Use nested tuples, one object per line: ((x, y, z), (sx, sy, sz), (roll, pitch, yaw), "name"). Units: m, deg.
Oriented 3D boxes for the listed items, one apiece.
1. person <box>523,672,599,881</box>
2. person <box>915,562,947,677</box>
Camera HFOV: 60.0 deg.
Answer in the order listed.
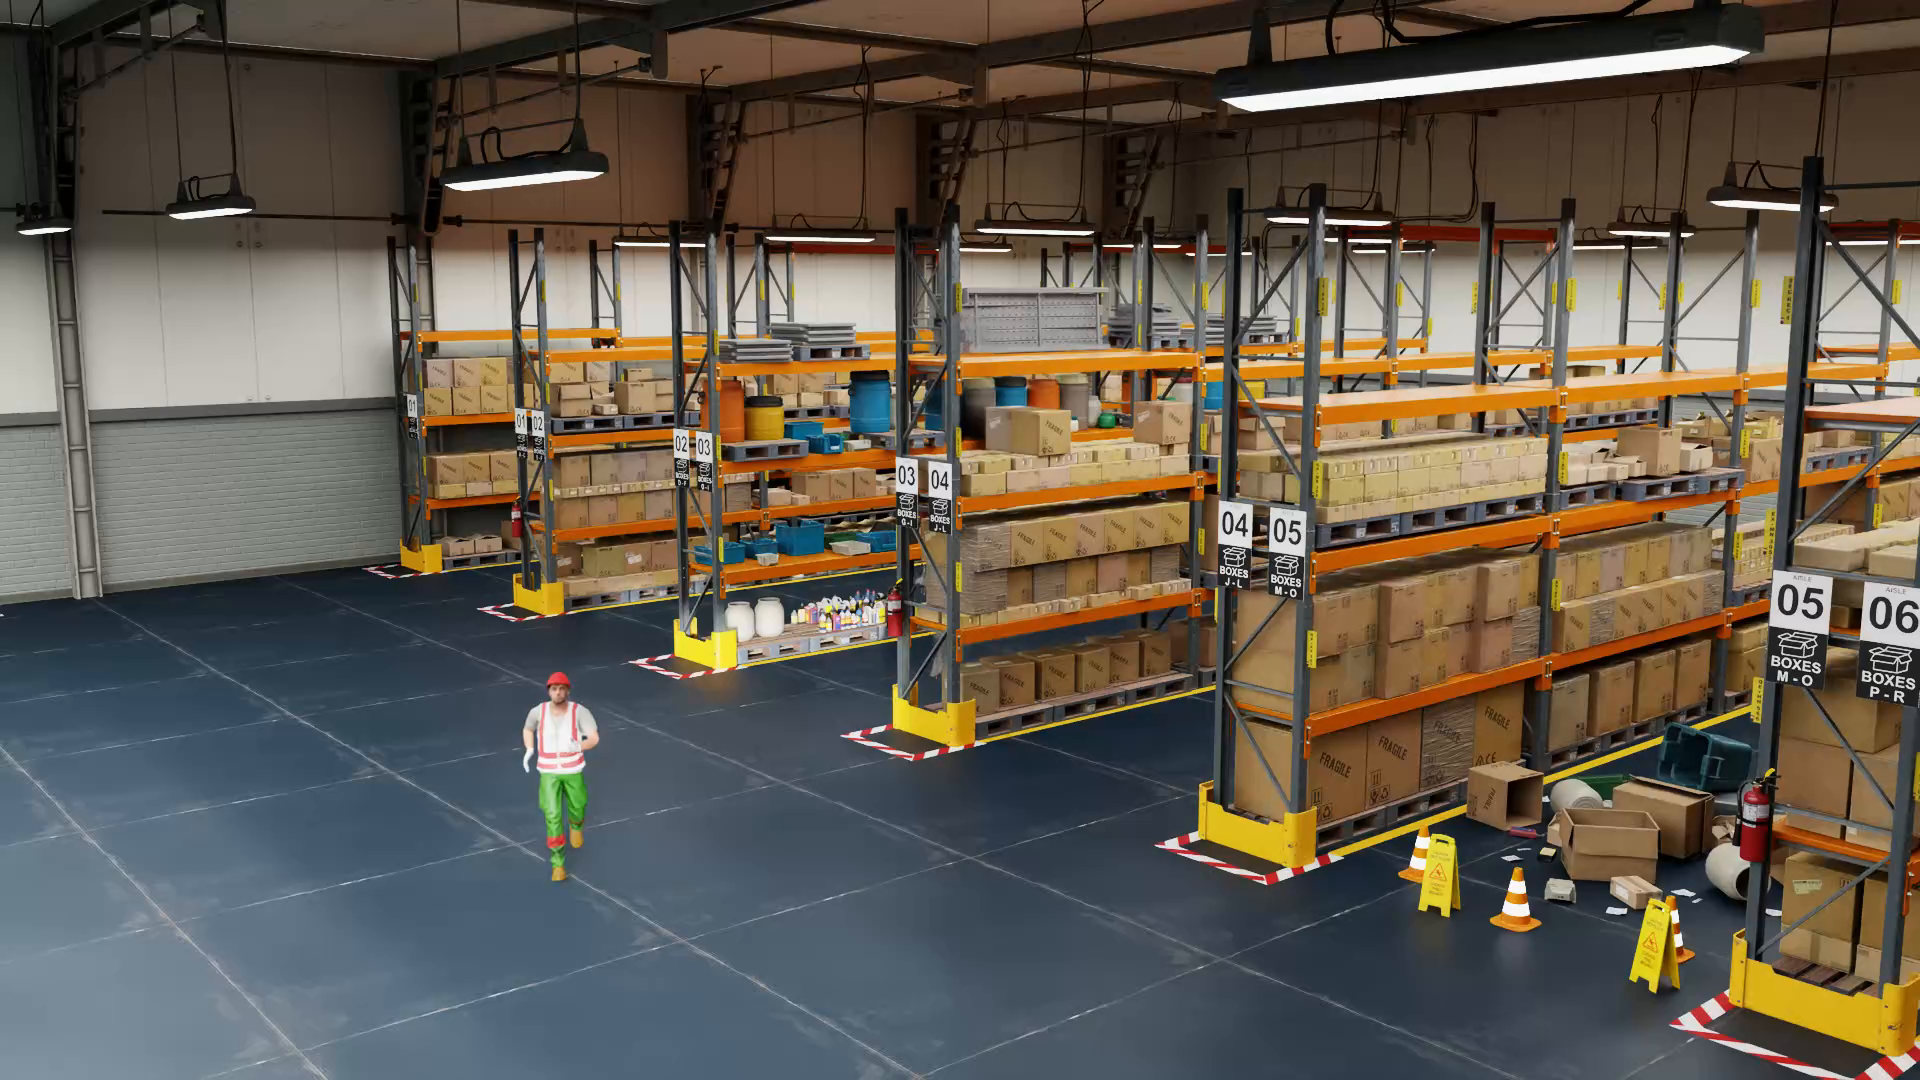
((-3.521, 2.037, 14.695), (0.667, 1.768, 0.967), (-2, 9, -10), "person")
((-0.285, 0.825, 21.117), (0.592, 1.788, 0.666), (8, 12, 43), "person")
